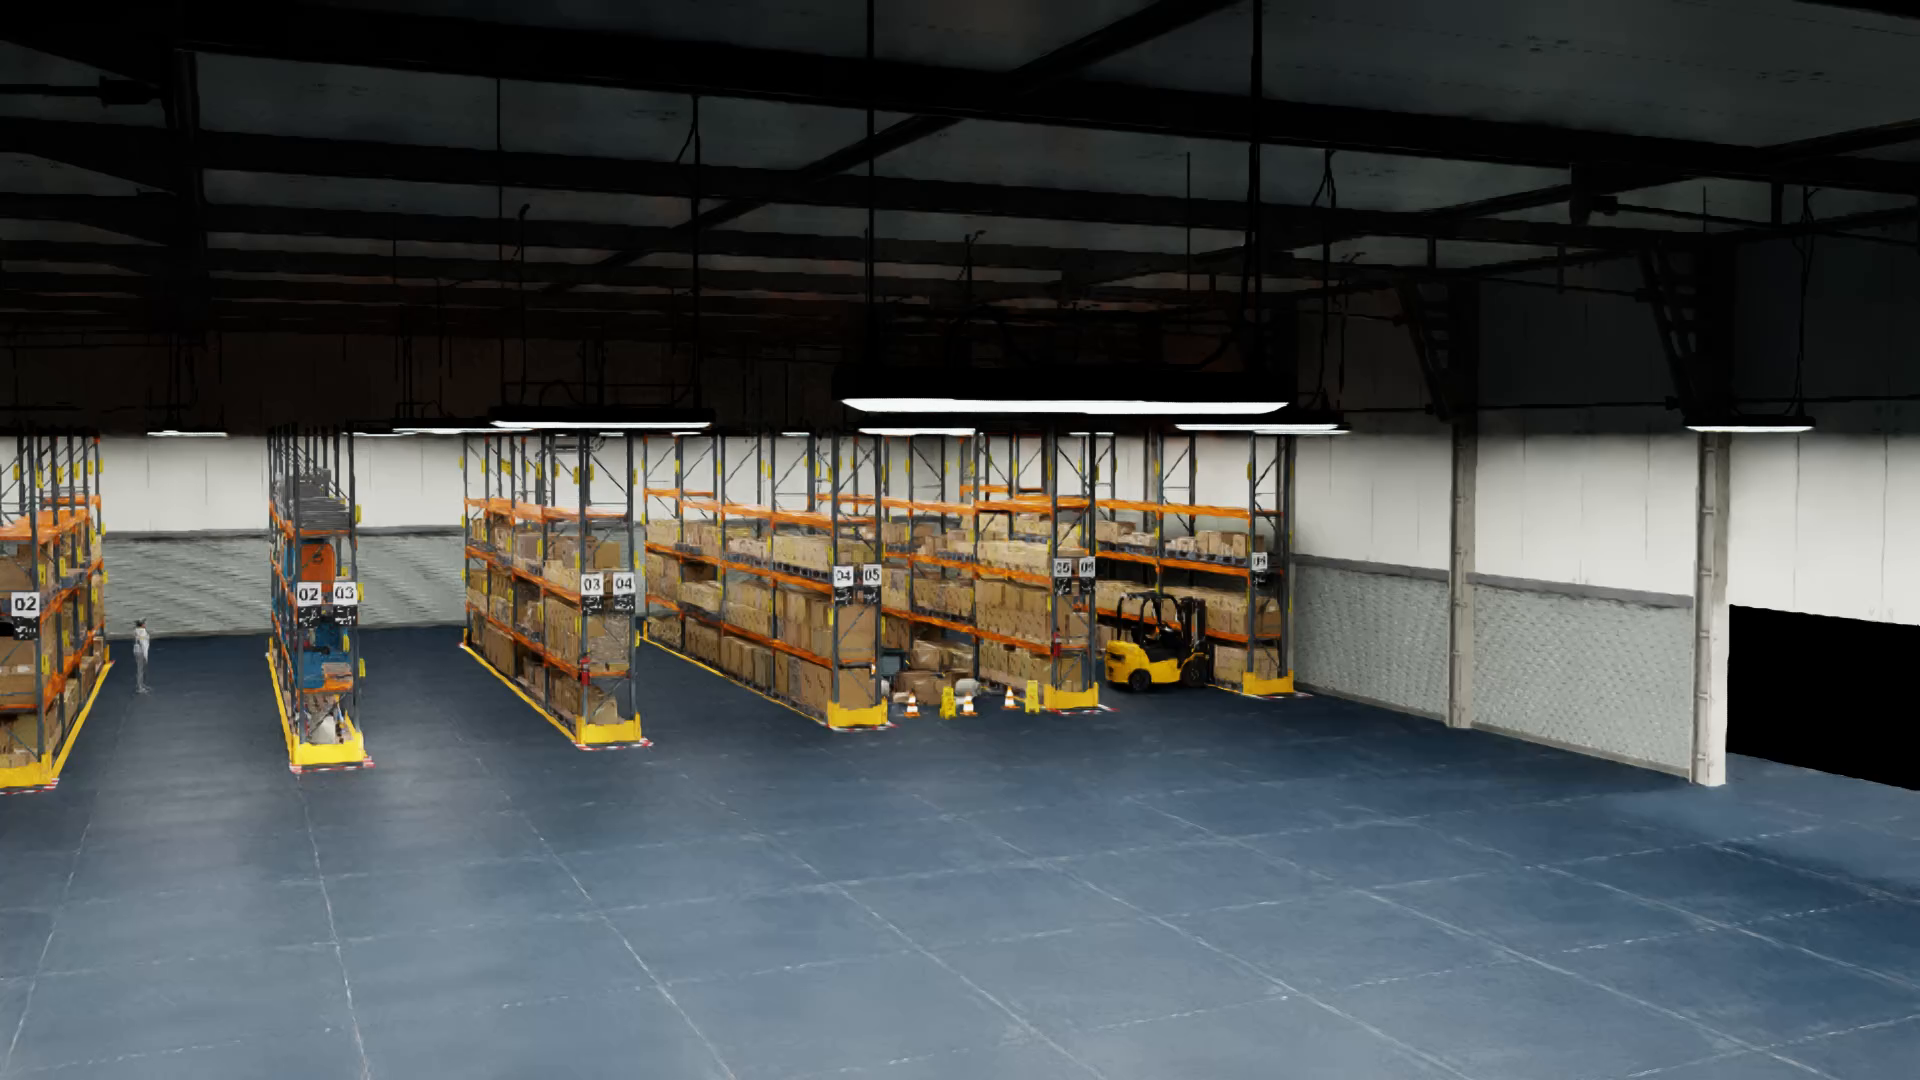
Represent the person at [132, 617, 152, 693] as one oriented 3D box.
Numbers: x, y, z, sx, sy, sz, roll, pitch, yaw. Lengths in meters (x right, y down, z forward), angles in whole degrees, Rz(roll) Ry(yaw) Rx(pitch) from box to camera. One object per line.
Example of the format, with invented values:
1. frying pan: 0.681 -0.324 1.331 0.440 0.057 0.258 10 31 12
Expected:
1. person: -18.430 2.576 37.523 0.438 1.677 0.551 -3 5 -43
